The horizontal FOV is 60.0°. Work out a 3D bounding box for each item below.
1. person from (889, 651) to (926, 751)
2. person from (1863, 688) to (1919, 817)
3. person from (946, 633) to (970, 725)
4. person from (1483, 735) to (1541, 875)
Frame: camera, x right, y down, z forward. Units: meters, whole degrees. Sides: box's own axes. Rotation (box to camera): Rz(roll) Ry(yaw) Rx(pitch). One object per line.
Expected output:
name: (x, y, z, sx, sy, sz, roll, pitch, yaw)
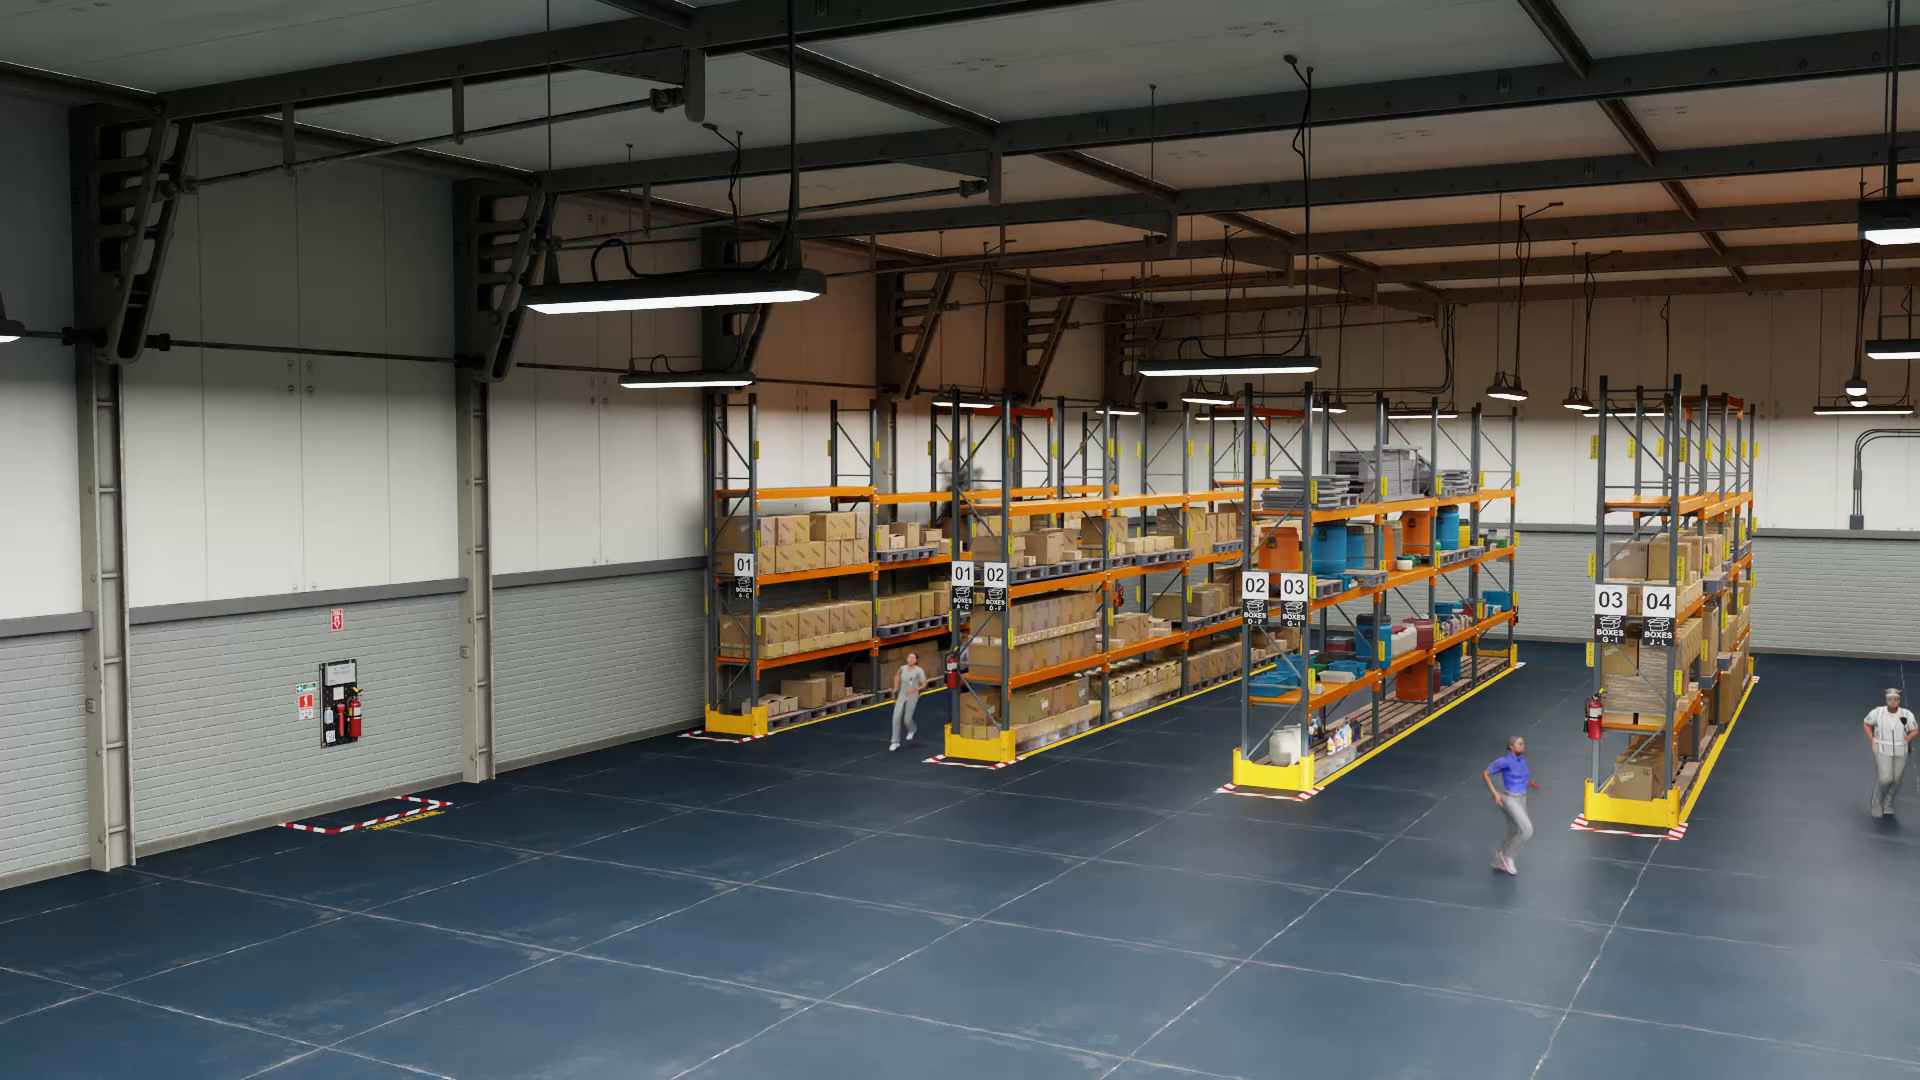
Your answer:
person: (-0.841, 2.681, 27.995, 0.601, 1.656, 0.851, 1, 3, 20)
person: (12.686, 2.910, 22.621, 0.632, 1.802, 0.697, 1, 3, 17)
person: (-0.007, 2.522, 30.414, 0.599, 1.633, 0.919, 1, 3, 23)
person: (6.558, 3.123, 19.591, 0.560, 1.621, 0.621, -3, 4, -43)
